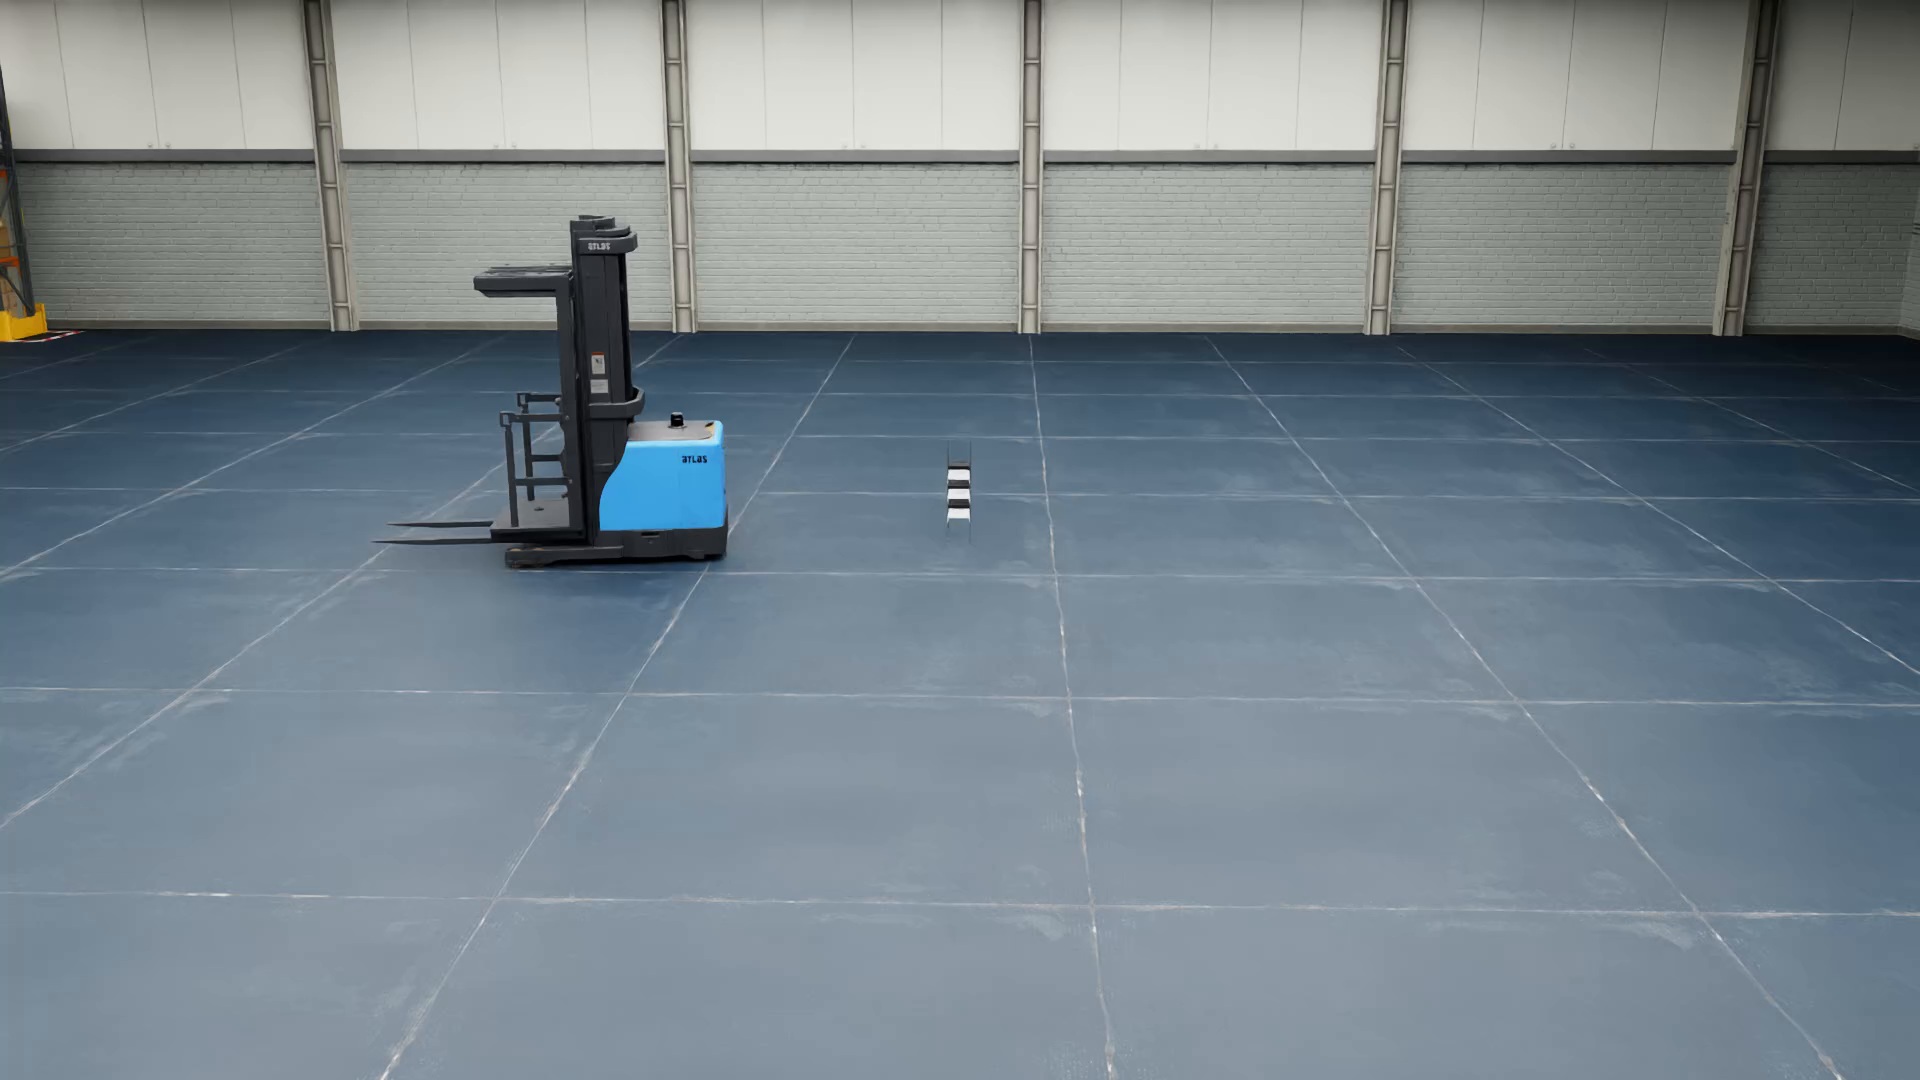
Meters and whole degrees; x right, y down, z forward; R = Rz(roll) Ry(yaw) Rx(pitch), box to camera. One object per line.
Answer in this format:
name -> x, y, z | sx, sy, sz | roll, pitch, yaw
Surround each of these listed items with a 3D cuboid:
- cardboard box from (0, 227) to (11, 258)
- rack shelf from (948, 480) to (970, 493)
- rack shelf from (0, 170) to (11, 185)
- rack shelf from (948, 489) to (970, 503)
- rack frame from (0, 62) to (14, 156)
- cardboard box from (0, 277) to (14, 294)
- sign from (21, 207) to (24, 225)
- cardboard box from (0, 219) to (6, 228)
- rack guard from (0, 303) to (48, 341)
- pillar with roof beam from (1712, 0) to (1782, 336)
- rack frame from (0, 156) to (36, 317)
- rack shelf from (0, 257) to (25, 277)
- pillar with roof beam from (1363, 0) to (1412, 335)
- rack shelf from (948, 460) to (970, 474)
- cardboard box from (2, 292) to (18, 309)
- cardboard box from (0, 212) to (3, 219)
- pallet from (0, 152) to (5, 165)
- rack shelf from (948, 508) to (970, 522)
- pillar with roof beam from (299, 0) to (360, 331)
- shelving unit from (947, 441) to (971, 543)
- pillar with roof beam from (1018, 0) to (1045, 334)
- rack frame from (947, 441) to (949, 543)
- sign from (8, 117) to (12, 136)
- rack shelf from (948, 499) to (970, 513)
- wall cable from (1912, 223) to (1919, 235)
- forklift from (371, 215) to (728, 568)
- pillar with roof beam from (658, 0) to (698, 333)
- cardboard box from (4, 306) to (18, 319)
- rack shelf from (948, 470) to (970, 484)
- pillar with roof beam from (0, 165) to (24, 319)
cardboard box -> -16.605, -5.063, 28.366 | 0.500, 0.500, 0.500 | 1, 15, 3
rack shelf -> -0.008, -0.490, 15.121 | 0.200, 0.077, 0.258 | 0, 15, 1
rack shelf -> -18.116, -6.057, 27.856 | 4.000, 0.370, 1.077 | 0, 15, 1
rack shelf -> -0.008, -0.403, 15.144 | 0.200, 0.077, 0.258 | 0, 15, 1
rack frame -> -16.117, -7.842, 27.333 | 0.127, 3.000, 1.000 | 0, 15, 1
cardboard box -> -16.593, -4.349, 28.462 | 0.500, 0.250, 0.500 | 0, 15, 1
sign -> -16.097, -5.539, 28.514 | 0.005, 0.325, 0.100 | 0, 15, 1
cardboard box -> -16.449, -5.371, 28.261 | 0.250, 0.149, 0.380 | 0, 15, 0
rack guard -> -16.093, -3.732, 28.416 | 0.348, 0.500, 1.175 | 0, 15, 1
pillar with roof beam -> 13.090, -6.783, 23.319 | 0.400, 9.000, 9.100 | 0, 15, 1
rack frame -> -16.117, -4.941, 28.098 | 0.127, 3.000, 1.000 | 0, 15, 1
rack shelf -> -18.116, -4.606, 28.239 | 4.000, 0.370, 1.077 | 0, 15, 1
pillar with roof beam -> 7.092, -6.822, 23.467 | 0.400, 9.000, 9.100 | 0, 15, 1
rack shelf -> -0.008, -0.664, 15.075 | 0.200, 0.077, 0.258 | 0, 15, 1
cardboard box -> -16.582, -4.112, 28.544 | 0.500, 0.250, 0.500 | 1, 15, 2
cardboard box -> -16.447, -5.503, 28.179 | 0.250, 0.149, 0.380 | 0, 15, 0
pallet -> -16.823, -6.360, 27.769 | 1.213, 0.211, 1.003 | 0, 15, 1
rack shelf -> -0.008, -0.229, 15.190 | 0.200, 0.077, 0.258 | 0, 15, 1
pillar with roof beam -> -10.902, -6.939, 23.912 | 0.400, 9.000, 9.100 | 0, 15, 1
shelving unit -> -0.008, -0.435, 15.135 | 0.210, 0.900, 0.258 | 0, 15, 1
pillar with roof beam -> 1.094, -6.861, 23.615 | 0.400, 9.000, 9.100 | 0, 15, 1
rack frame -> -0.110, -0.436, 15.138 | 0.006, 0.900, 0.240 | 0, 15, 1
sign -> -16.097, -6.994, 28.130 | 0.005, 0.325, 0.100 | 0, 15, 1
rack shelf -> -0.008, -0.316, 15.167 | 0.200, 0.077, 0.258 | 0, 15, 1
wall cable -> 16.111, -6.023, 26.525 | 0.112, 2.526, 3.097 | 0, 15, 1
forklift -> -3.609, -1.317, 14.497 | 3.031, 2.935, 1.130 | -2, 15, -6
pillar with roof beam -> -4.904, -6.900, 23.763 | 0.400, 9.000, 9.100 | 0, 15, 1
cardboard box -> -16.603, -3.868, 28.596 | 0.500, 0.250, 0.500 | 0, 15, 2
rack shelf -> -0.008, -0.577, 15.098 | 0.200, 0.077, 0.258 | 0, 15, 1
pillar with roof beam -> -16.900, -6.978, 24.060 | 0.400, 9.000, 9.100 | 0, 15, 1
